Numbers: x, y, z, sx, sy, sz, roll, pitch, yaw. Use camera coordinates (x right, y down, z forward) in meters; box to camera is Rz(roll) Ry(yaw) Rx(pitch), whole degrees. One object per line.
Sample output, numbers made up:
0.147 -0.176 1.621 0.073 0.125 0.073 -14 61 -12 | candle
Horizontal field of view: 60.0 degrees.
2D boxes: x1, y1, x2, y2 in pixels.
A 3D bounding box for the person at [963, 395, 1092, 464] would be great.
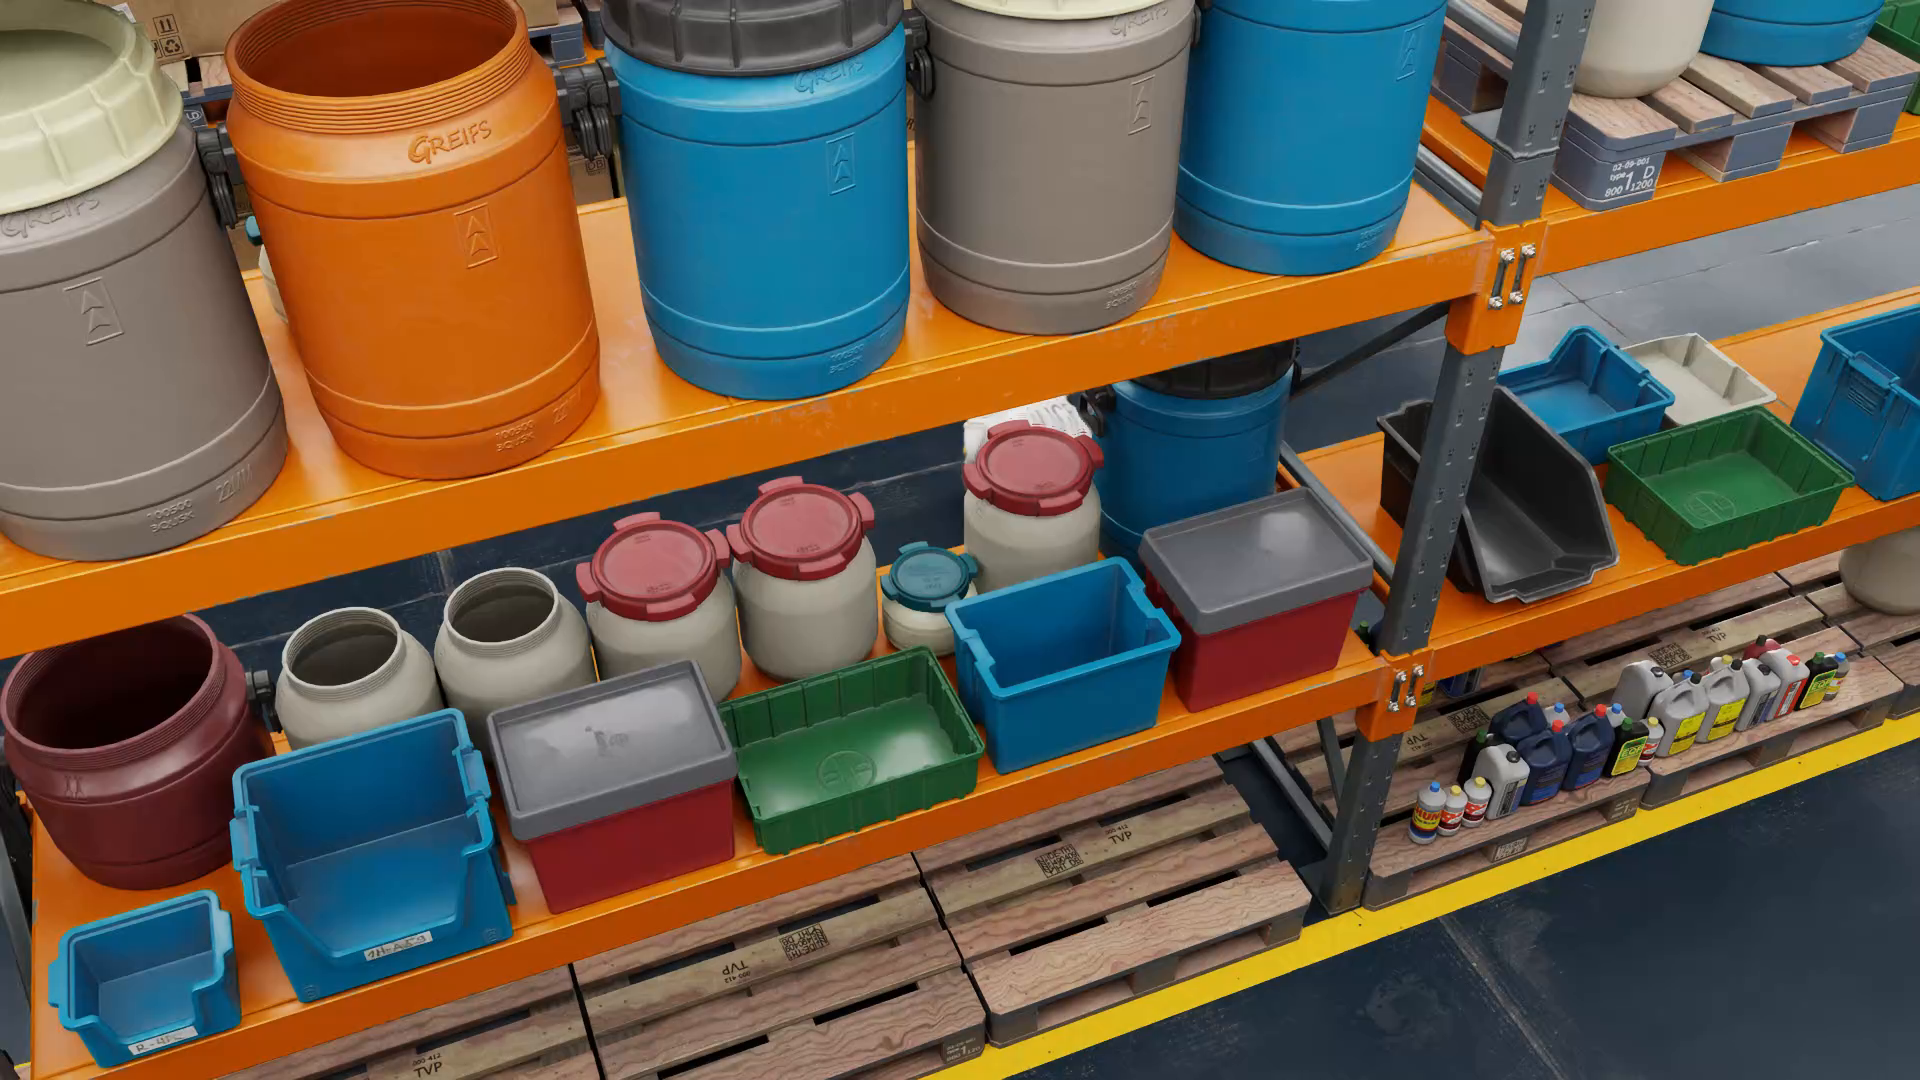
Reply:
0.311 -0.289 7.215 0.529 0.828 1.016 -16 44 -18 | person
